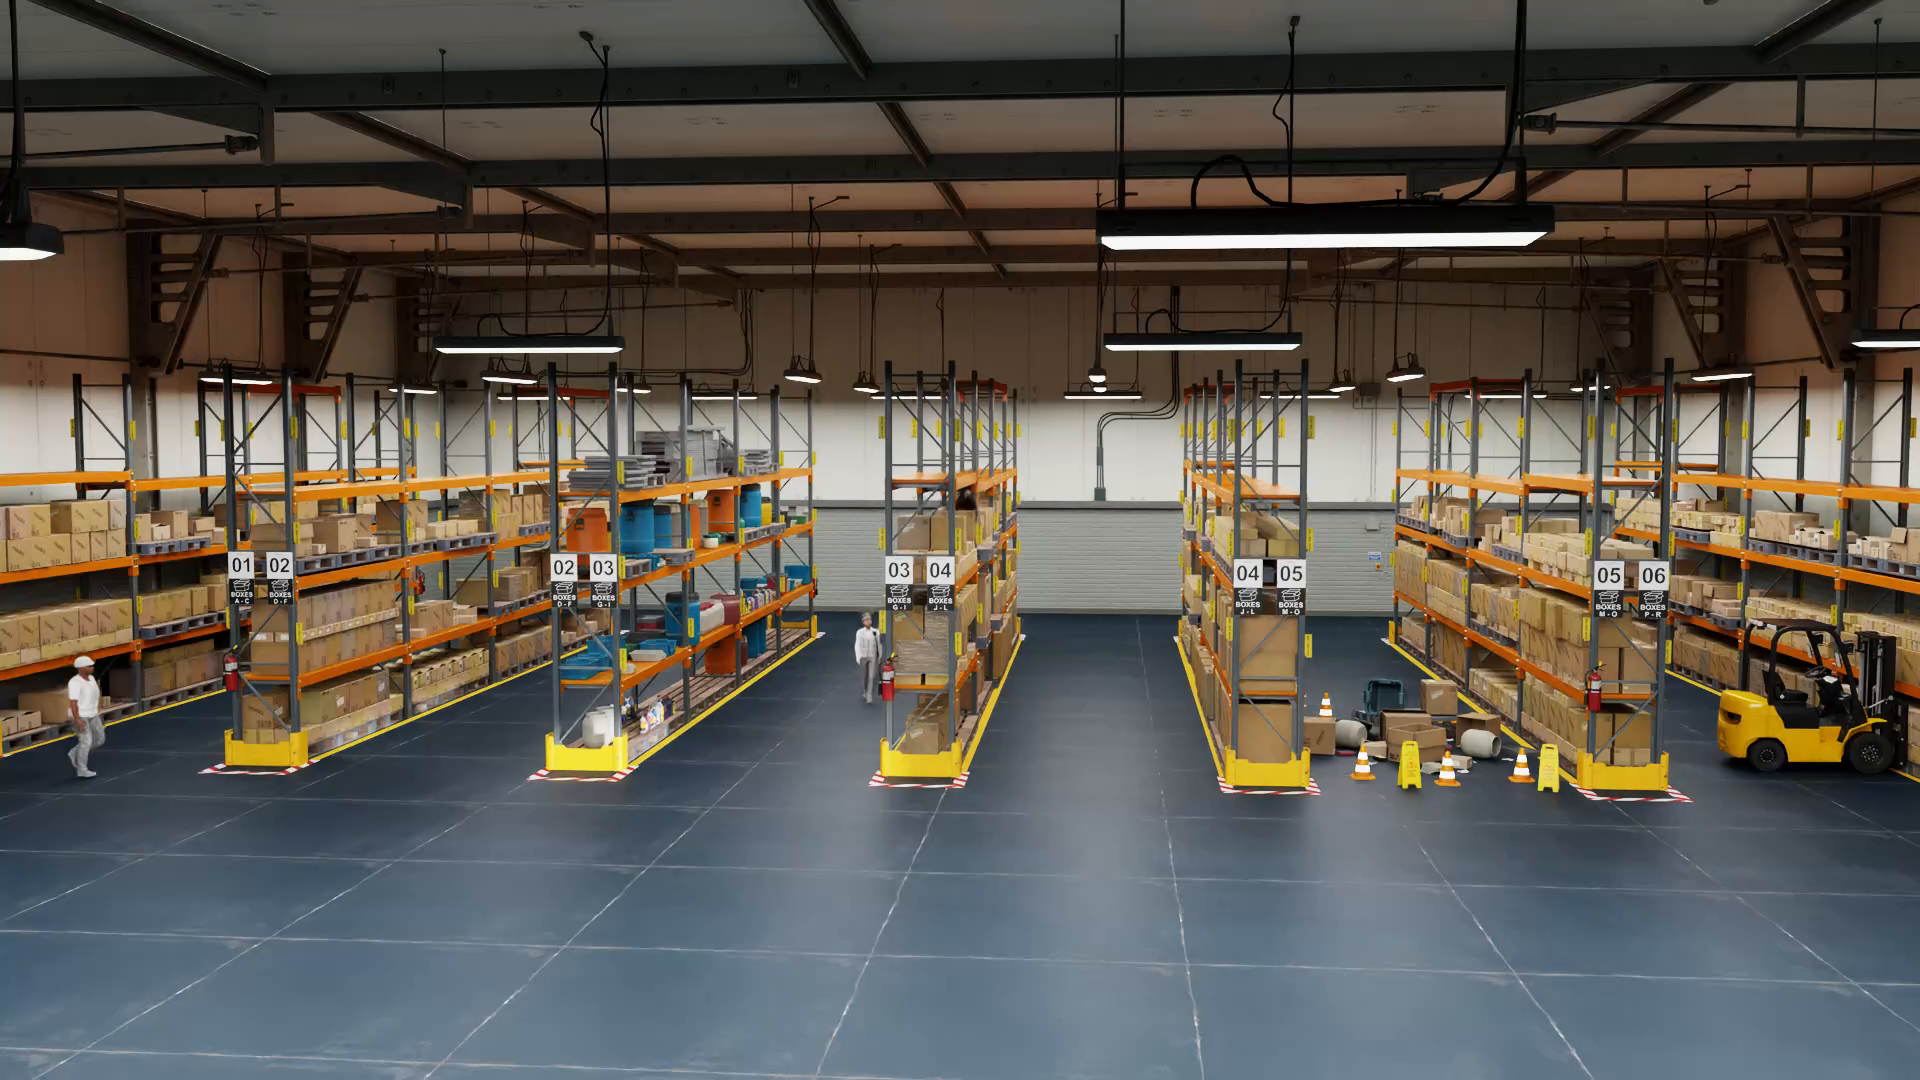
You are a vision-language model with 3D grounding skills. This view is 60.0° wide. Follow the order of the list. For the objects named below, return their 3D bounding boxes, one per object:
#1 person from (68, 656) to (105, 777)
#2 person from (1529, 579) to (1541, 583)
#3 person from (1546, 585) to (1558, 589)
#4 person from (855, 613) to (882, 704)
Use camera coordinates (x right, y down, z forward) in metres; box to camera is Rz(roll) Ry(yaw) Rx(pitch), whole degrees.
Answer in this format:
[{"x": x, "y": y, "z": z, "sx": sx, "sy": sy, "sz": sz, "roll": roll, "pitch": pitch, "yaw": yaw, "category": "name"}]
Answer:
[{"x": -12.694, "y": 2.539, "z": 23.970, "sx": 0.559, "sy": 1.749, "sz": 0.606, "roll": 0, "pitch": 4, "yaw": 7, "category": "person"}, {"x": 14.019, "y": 1.508, "z": 40.509, "sx": 0.777, "sy": 1.623, "sz": 0.501, "roll": 0, "pitch": 4, "yaw": -4, "category": "person"}, {"x": 13.289, "y": 1.632, "z": 37.889, "sx": 0.527, "sy": 1.801, "sz": 0.637, "roll": 0, "pitch": 4, "yaw": -3, "category": "person"}, {"x": -1.697, "y": 2.162, "z": 30.625, "sx": 0.483, "sy": 1.645, "sz": 0.932, "roll": 0, "pitch": 4, "yaw": 3, "category": "person"}]
